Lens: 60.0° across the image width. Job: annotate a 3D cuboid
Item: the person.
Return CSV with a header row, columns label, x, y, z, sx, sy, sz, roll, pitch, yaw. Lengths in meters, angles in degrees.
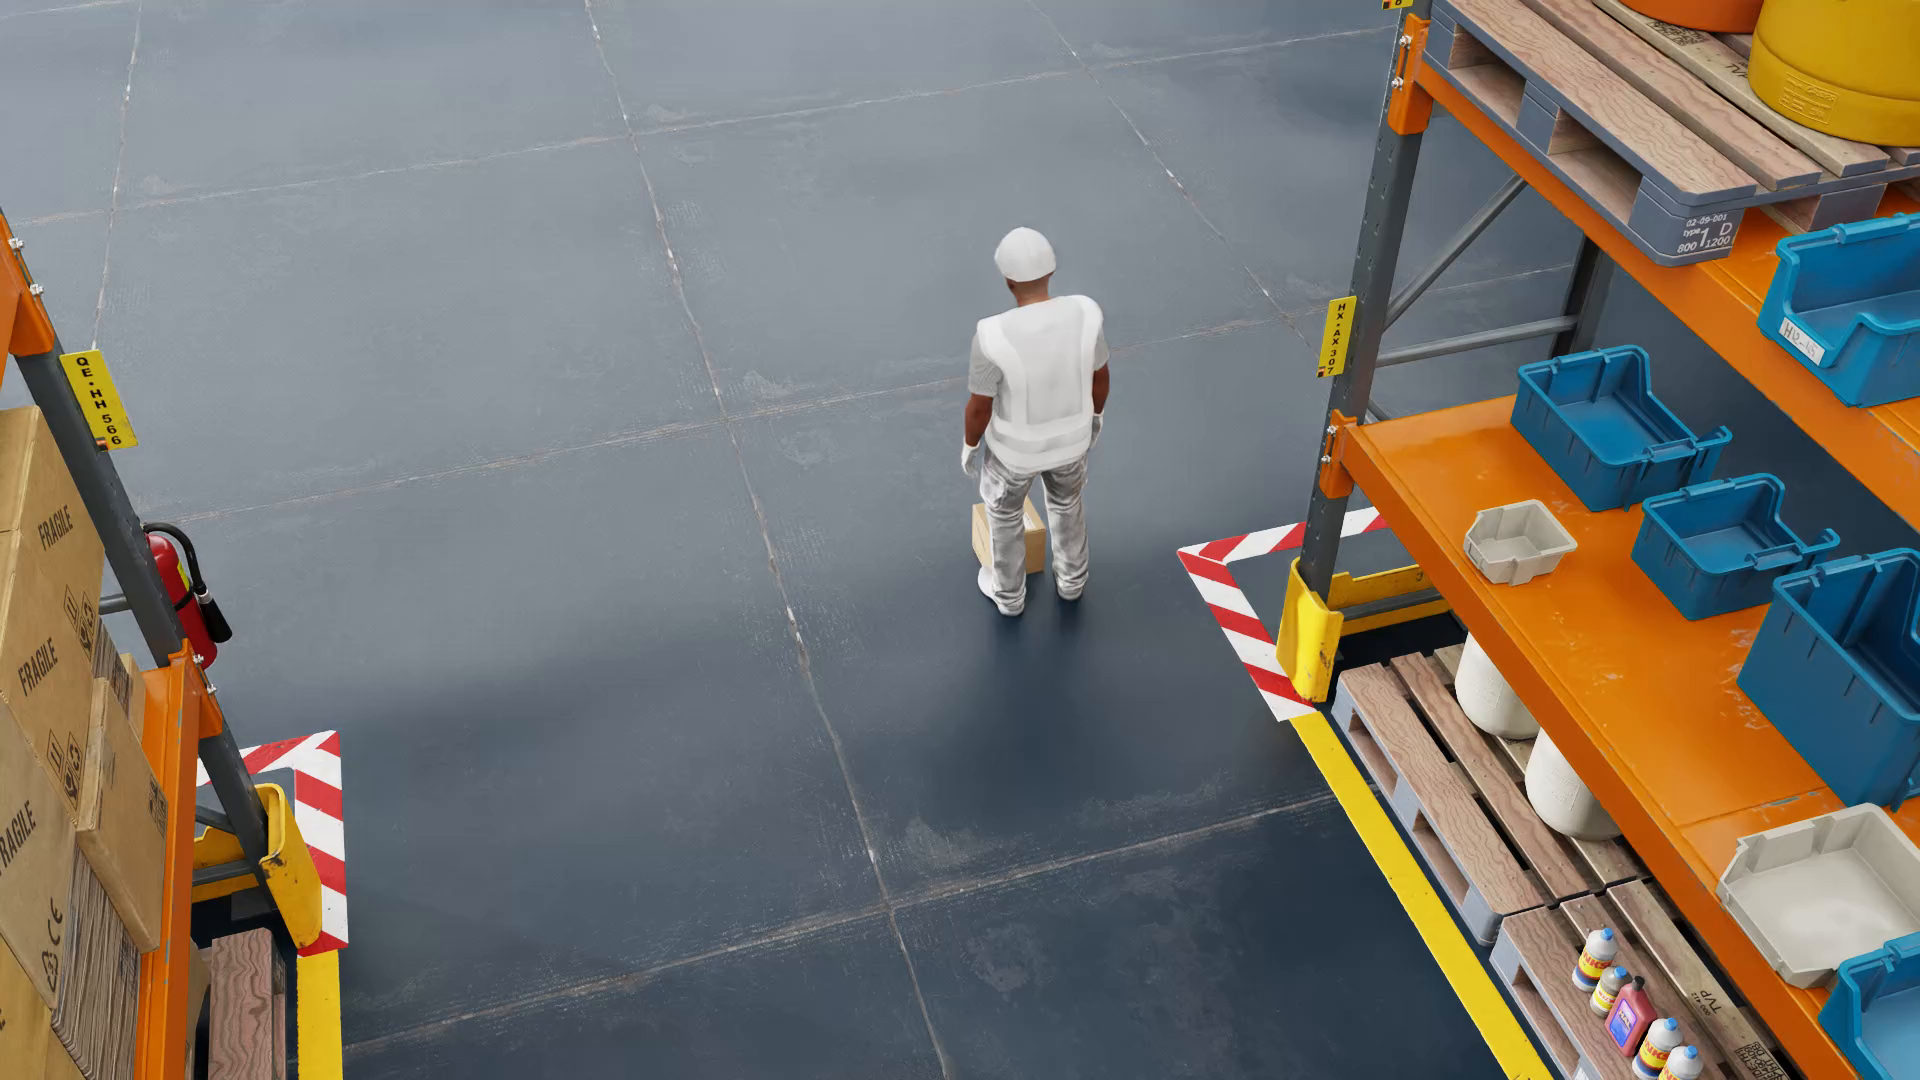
label,x,y,z,sx,sy,sz,roll,pitch,yaw
person,0.293,-0.431,6.634,0.617,1.772,0.452,-14,44,-15
